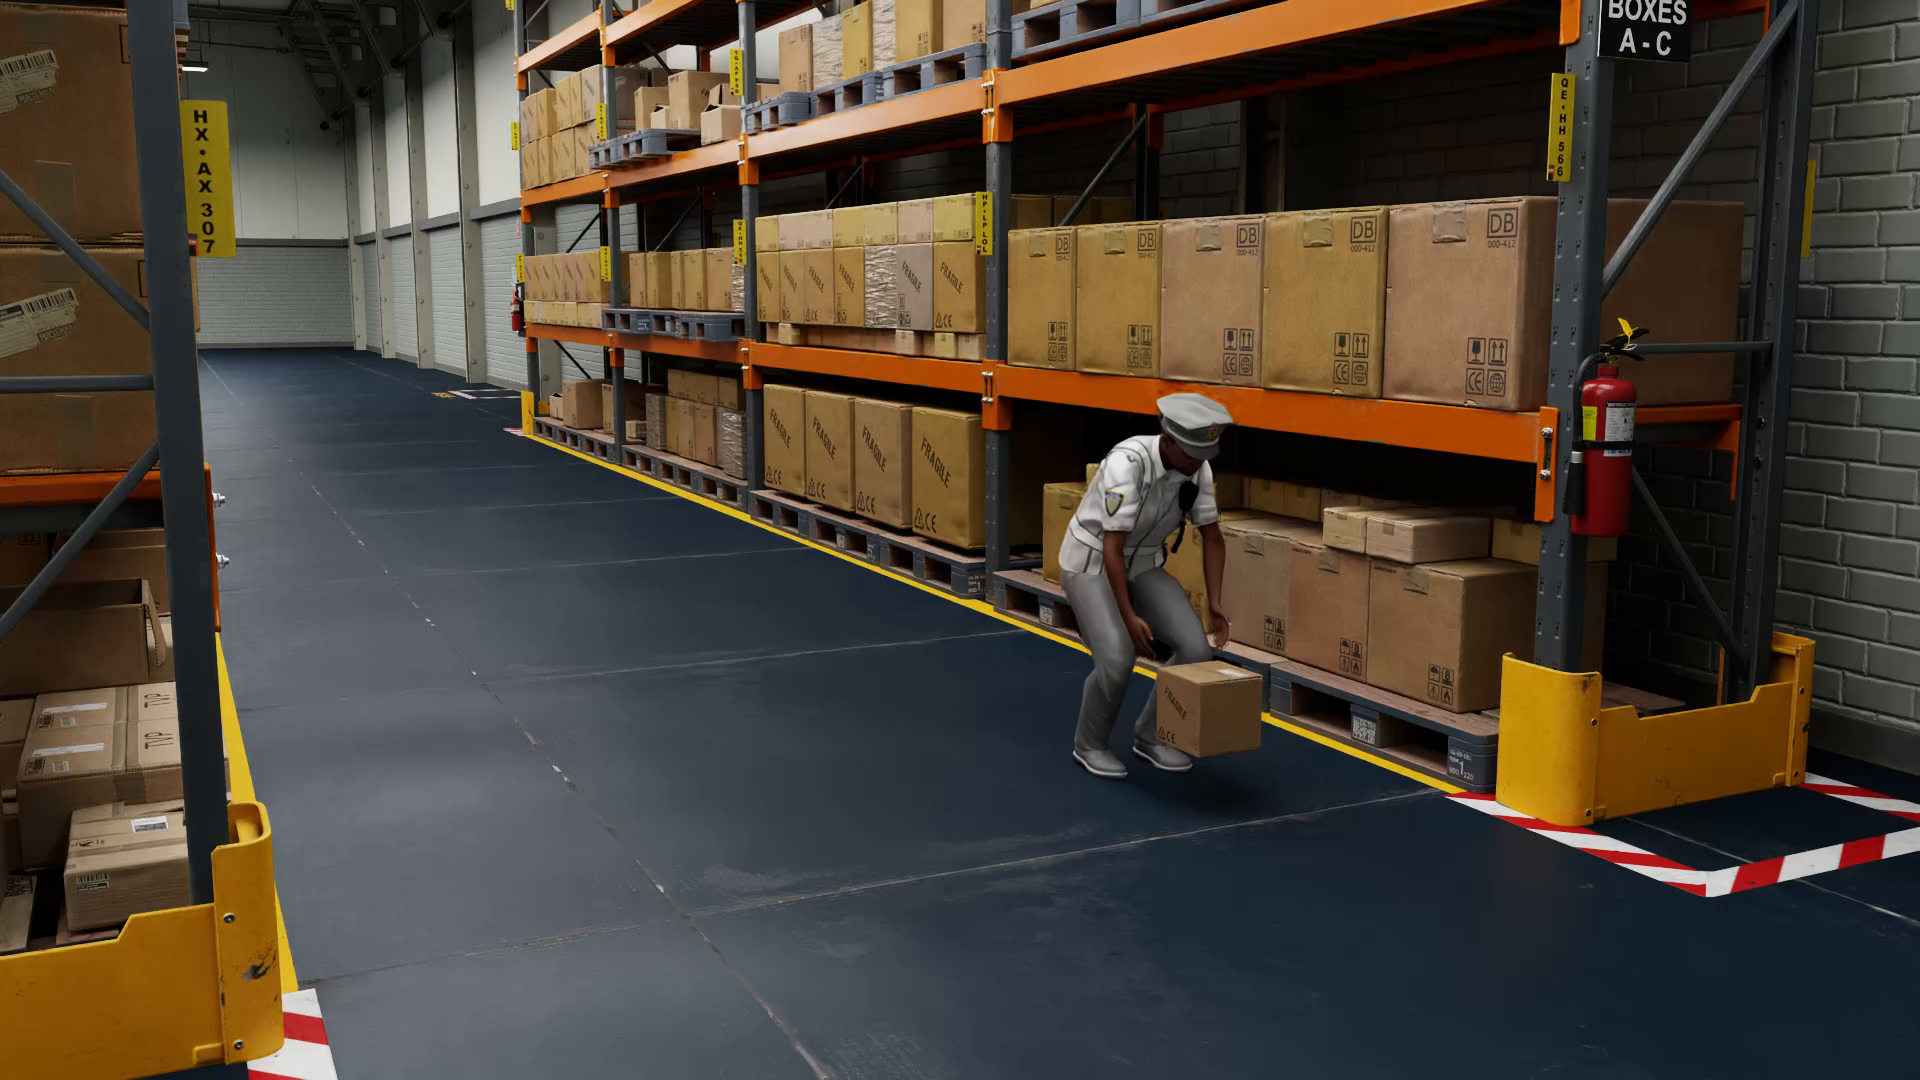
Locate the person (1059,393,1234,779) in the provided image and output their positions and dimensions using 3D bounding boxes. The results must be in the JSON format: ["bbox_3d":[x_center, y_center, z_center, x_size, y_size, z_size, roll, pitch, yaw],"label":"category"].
[{"bbox_3d":[0.674,0.155,5.867,0.496,1.360,0.724,-4,10,-26],"label":"person"}]
